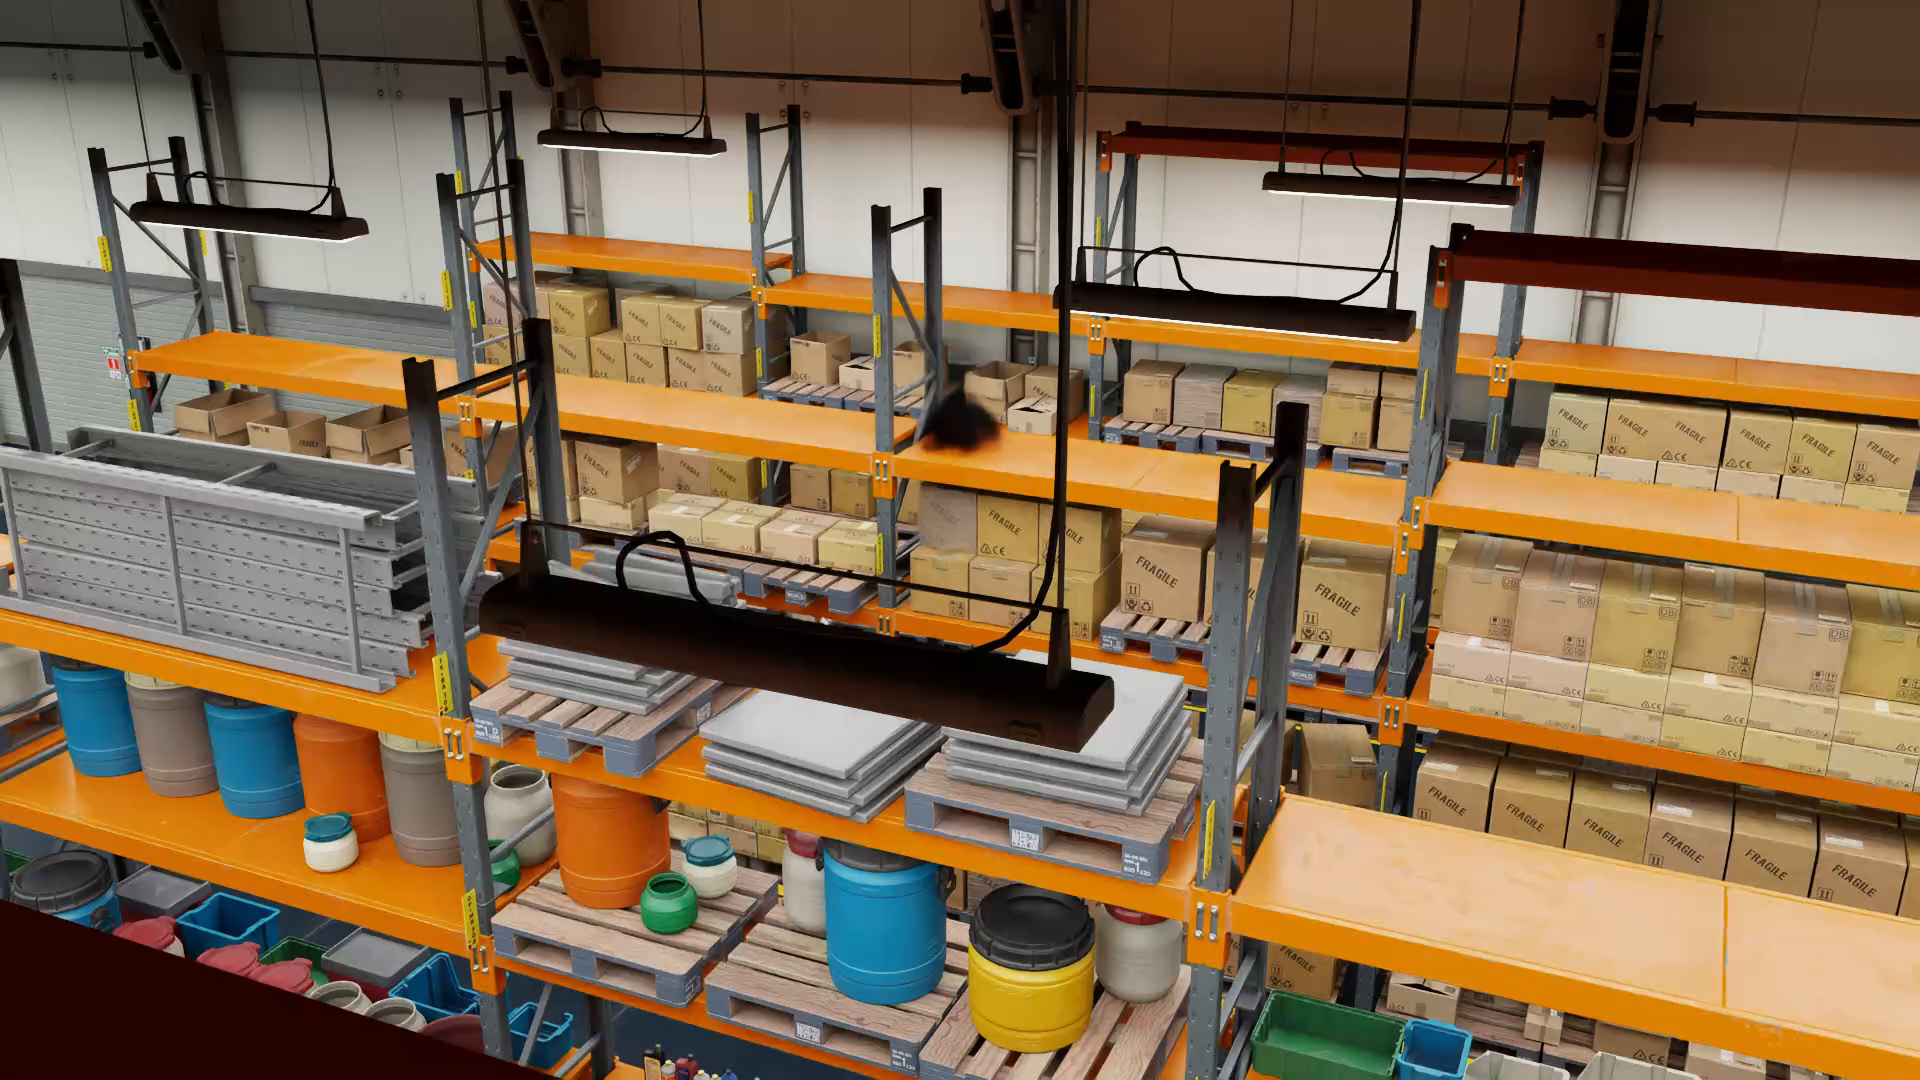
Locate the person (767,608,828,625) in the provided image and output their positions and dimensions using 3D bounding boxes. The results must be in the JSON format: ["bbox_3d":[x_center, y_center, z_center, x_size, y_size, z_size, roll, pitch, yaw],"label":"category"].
[{"bbox_3d":[-1.579,1.020,17.687,0.946,1.644,0.602,2,21,5],"label":"person"}]
